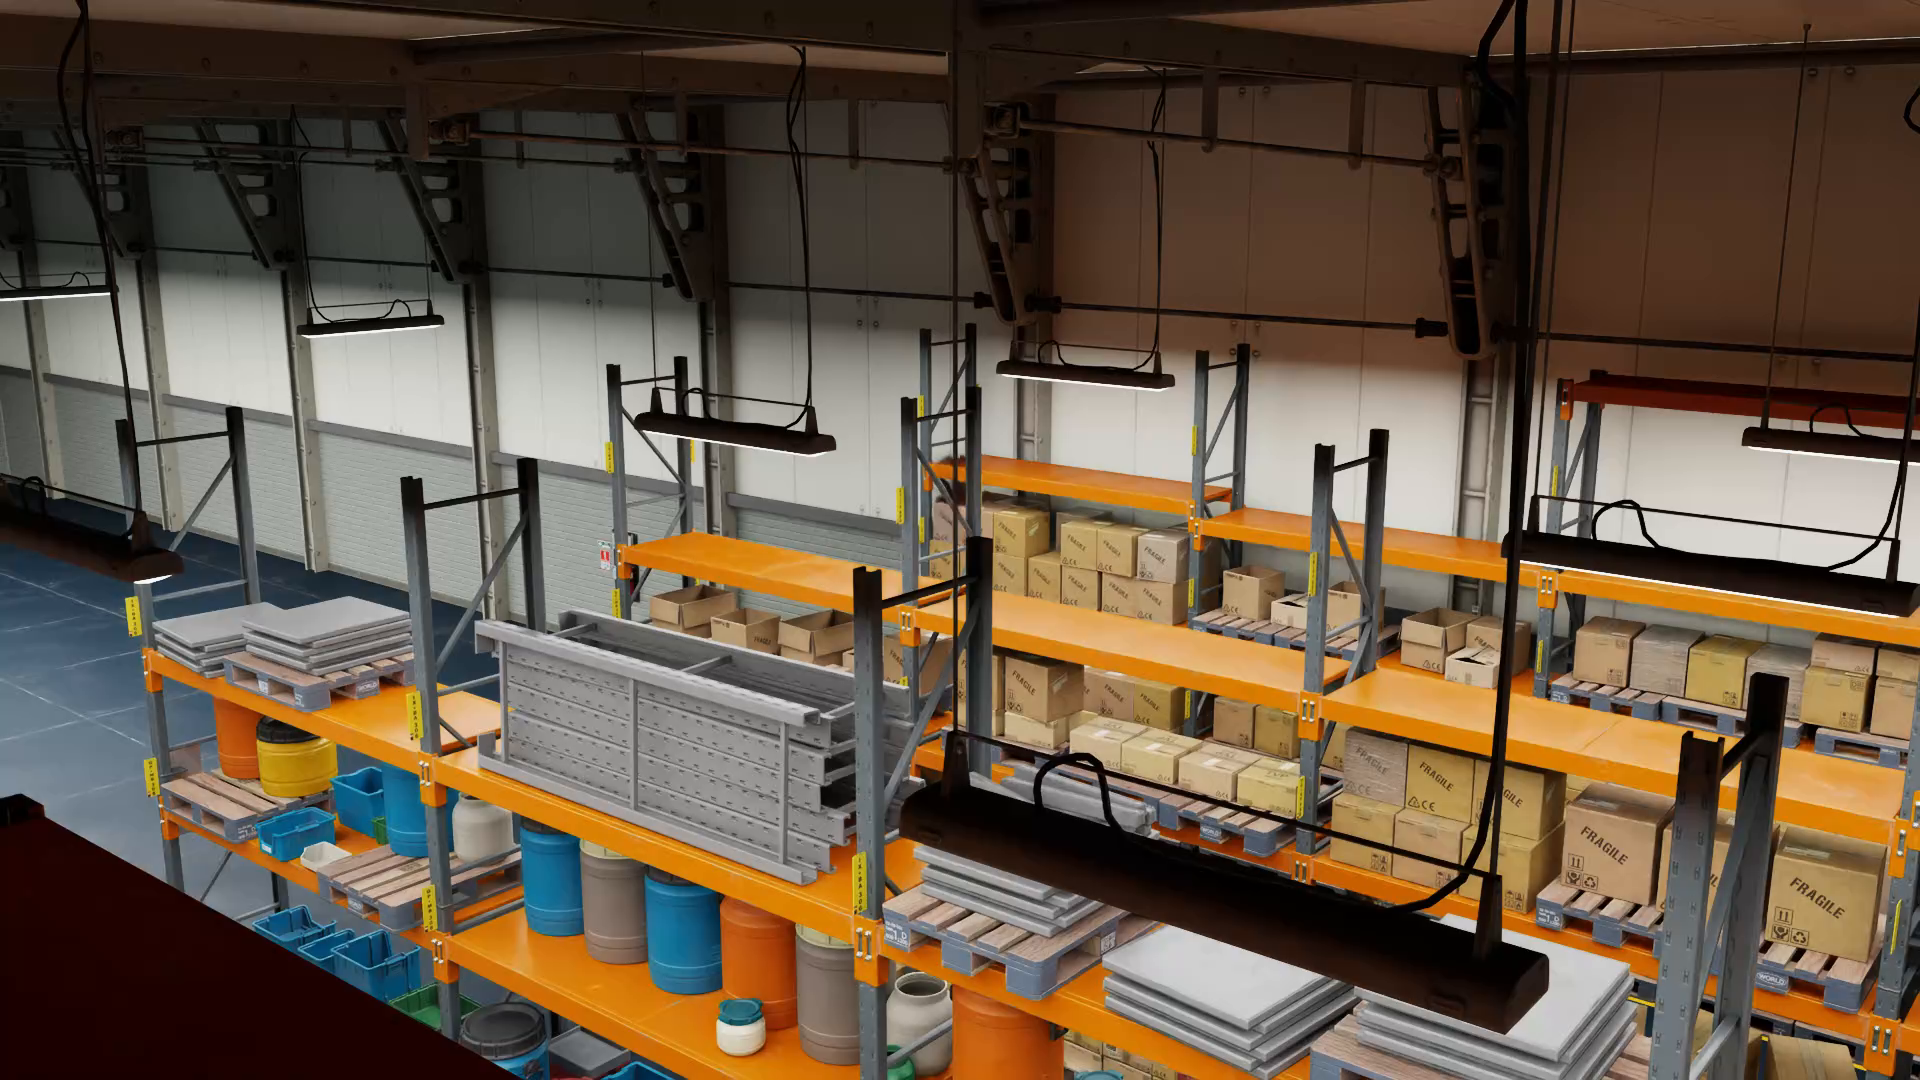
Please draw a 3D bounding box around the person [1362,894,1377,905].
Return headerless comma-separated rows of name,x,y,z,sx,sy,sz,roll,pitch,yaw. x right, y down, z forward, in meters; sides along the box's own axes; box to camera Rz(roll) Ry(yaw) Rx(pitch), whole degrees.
person,3.648,3.847,15.513,0.985,1.611,0.515,9,16,36
